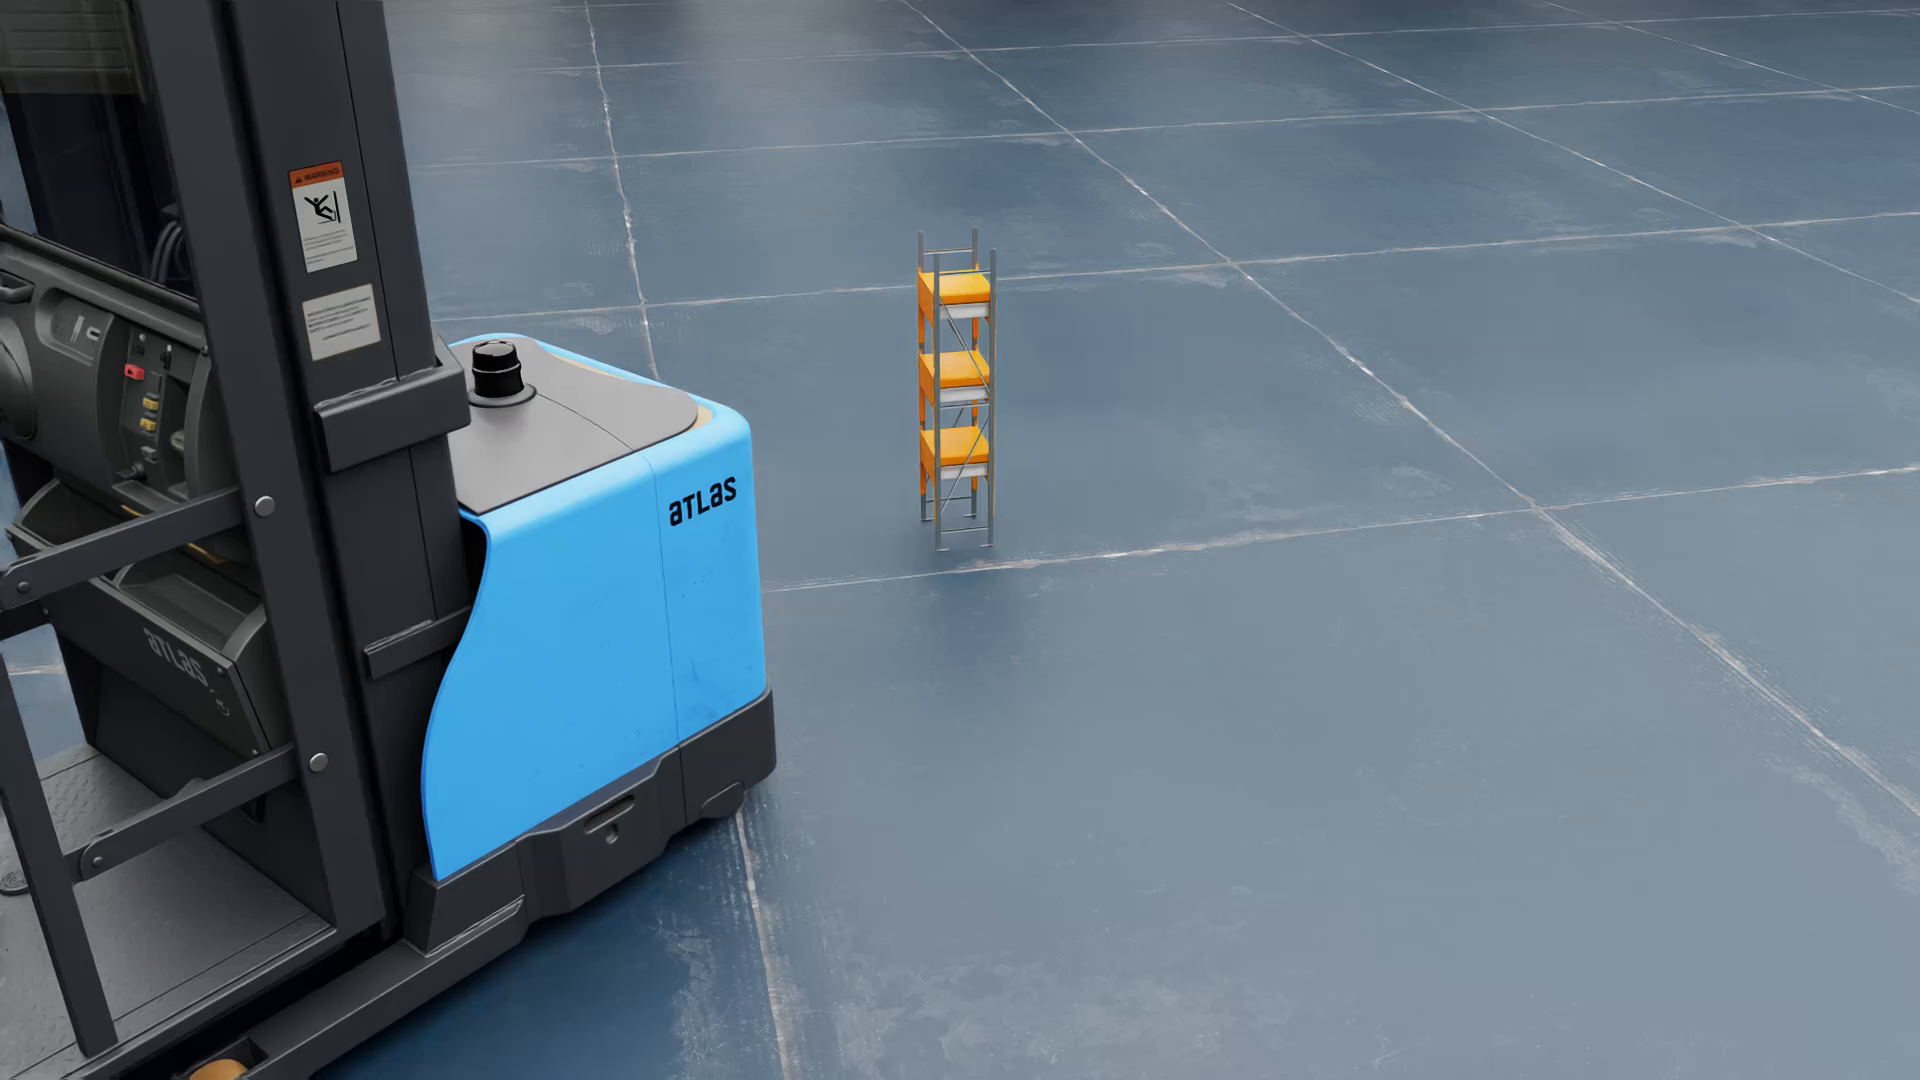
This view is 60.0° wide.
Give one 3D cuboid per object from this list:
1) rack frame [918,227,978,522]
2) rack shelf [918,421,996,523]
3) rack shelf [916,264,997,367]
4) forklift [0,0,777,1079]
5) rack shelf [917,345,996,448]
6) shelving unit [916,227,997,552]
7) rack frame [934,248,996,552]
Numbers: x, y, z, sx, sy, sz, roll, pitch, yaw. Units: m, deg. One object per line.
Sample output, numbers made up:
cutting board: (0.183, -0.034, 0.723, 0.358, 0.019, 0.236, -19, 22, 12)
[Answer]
rack frame: (-0.040, -0.546, 5.666, 0.200, 1.050, 0.008, -6, 27, -12)
rack shelf: (-0.012, -0.235, 5.690, 0.215, 0.259, 0.240, -6, 27, -12)
rack shelf: (-0.012, -0.736, 5.437, 0.215, 0.259, 0.240, -6, 27, -12)
forklift: (-1.811, -0.280, 3.052, 1.130, 2.935, 3.031, 20, 33, 35)
rack shelf: (-0.012, -0.483, 5.565, 0.215, 0.259, 0.240, -6, 27, -12)
shelving unit: (-0.012, -0.492, 5.560, 0.215, 1.050, 0.252, -6, 27, -12)
rack frame: (0.015, -0.439, 5.454, 0.200, 1.050, 0.008, -6, 27, -12)
